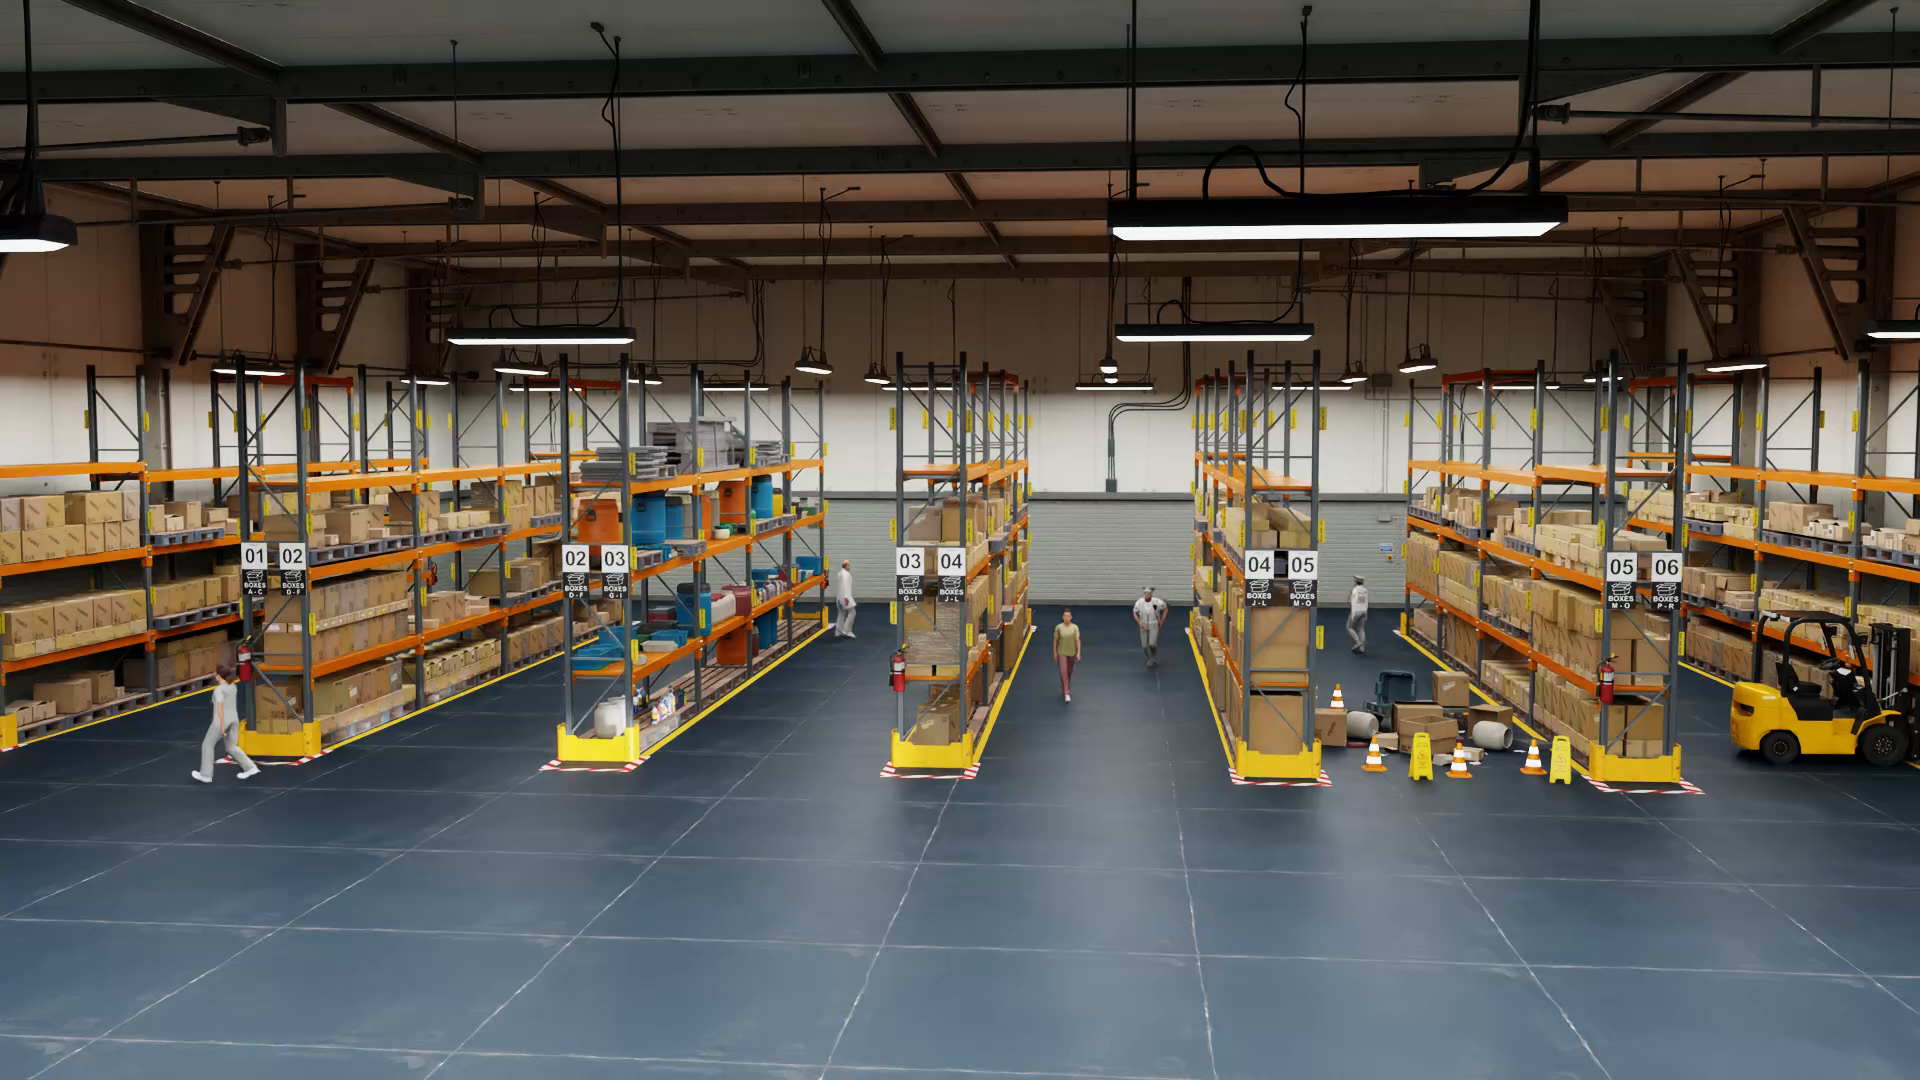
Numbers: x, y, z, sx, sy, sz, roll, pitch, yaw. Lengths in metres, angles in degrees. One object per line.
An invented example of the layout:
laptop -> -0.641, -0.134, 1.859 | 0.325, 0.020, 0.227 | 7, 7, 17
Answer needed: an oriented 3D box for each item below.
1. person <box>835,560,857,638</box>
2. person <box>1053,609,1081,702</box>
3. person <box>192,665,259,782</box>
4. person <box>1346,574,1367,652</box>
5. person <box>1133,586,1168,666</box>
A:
person -> -2.675, 1.393, 38.663 | 0.492, 1.789, 0.654 | -2, 4, -21
person -> 1.931, 2.045, 29.913 | 0.456, 1.600, 1.097 | -1, 4, -11
person -> -10.248, 2.555, 23.188 | 0.823, 1.633, 0.492 | 2, 4, 24
person -> 8.682, 1.593, 36.155 | 0.520, 1.682, 0.429 | -3, 5, -37
person -> 3.889, 1.756, 33.927 | 0.697, 1.682, 0.728 | 1, 4, 16
